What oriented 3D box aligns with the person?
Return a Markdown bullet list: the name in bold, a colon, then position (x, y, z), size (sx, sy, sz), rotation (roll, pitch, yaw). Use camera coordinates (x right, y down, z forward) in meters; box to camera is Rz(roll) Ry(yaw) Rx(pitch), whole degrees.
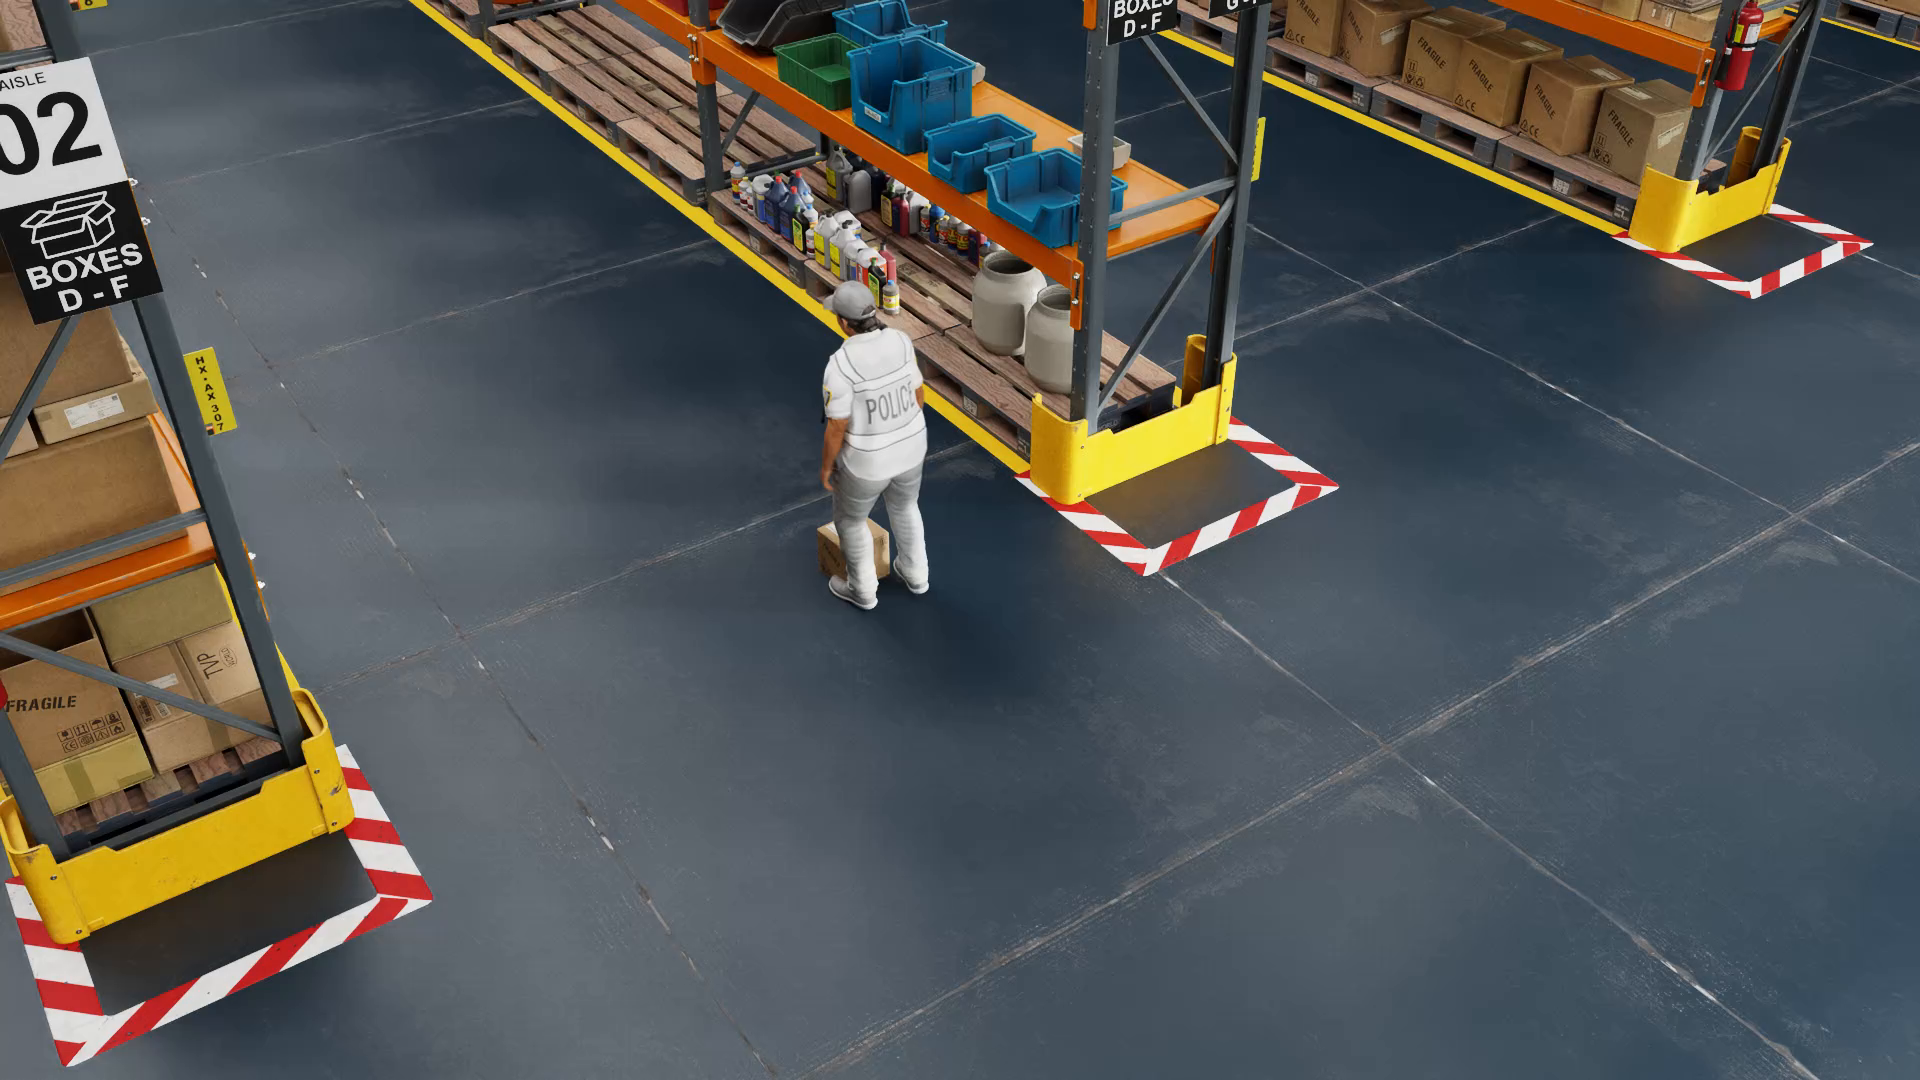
- **person**: position (-0.391, -0.408, 7.544), size (0.563, 1.667, 0.463), rotation (-25, 43, -30)
